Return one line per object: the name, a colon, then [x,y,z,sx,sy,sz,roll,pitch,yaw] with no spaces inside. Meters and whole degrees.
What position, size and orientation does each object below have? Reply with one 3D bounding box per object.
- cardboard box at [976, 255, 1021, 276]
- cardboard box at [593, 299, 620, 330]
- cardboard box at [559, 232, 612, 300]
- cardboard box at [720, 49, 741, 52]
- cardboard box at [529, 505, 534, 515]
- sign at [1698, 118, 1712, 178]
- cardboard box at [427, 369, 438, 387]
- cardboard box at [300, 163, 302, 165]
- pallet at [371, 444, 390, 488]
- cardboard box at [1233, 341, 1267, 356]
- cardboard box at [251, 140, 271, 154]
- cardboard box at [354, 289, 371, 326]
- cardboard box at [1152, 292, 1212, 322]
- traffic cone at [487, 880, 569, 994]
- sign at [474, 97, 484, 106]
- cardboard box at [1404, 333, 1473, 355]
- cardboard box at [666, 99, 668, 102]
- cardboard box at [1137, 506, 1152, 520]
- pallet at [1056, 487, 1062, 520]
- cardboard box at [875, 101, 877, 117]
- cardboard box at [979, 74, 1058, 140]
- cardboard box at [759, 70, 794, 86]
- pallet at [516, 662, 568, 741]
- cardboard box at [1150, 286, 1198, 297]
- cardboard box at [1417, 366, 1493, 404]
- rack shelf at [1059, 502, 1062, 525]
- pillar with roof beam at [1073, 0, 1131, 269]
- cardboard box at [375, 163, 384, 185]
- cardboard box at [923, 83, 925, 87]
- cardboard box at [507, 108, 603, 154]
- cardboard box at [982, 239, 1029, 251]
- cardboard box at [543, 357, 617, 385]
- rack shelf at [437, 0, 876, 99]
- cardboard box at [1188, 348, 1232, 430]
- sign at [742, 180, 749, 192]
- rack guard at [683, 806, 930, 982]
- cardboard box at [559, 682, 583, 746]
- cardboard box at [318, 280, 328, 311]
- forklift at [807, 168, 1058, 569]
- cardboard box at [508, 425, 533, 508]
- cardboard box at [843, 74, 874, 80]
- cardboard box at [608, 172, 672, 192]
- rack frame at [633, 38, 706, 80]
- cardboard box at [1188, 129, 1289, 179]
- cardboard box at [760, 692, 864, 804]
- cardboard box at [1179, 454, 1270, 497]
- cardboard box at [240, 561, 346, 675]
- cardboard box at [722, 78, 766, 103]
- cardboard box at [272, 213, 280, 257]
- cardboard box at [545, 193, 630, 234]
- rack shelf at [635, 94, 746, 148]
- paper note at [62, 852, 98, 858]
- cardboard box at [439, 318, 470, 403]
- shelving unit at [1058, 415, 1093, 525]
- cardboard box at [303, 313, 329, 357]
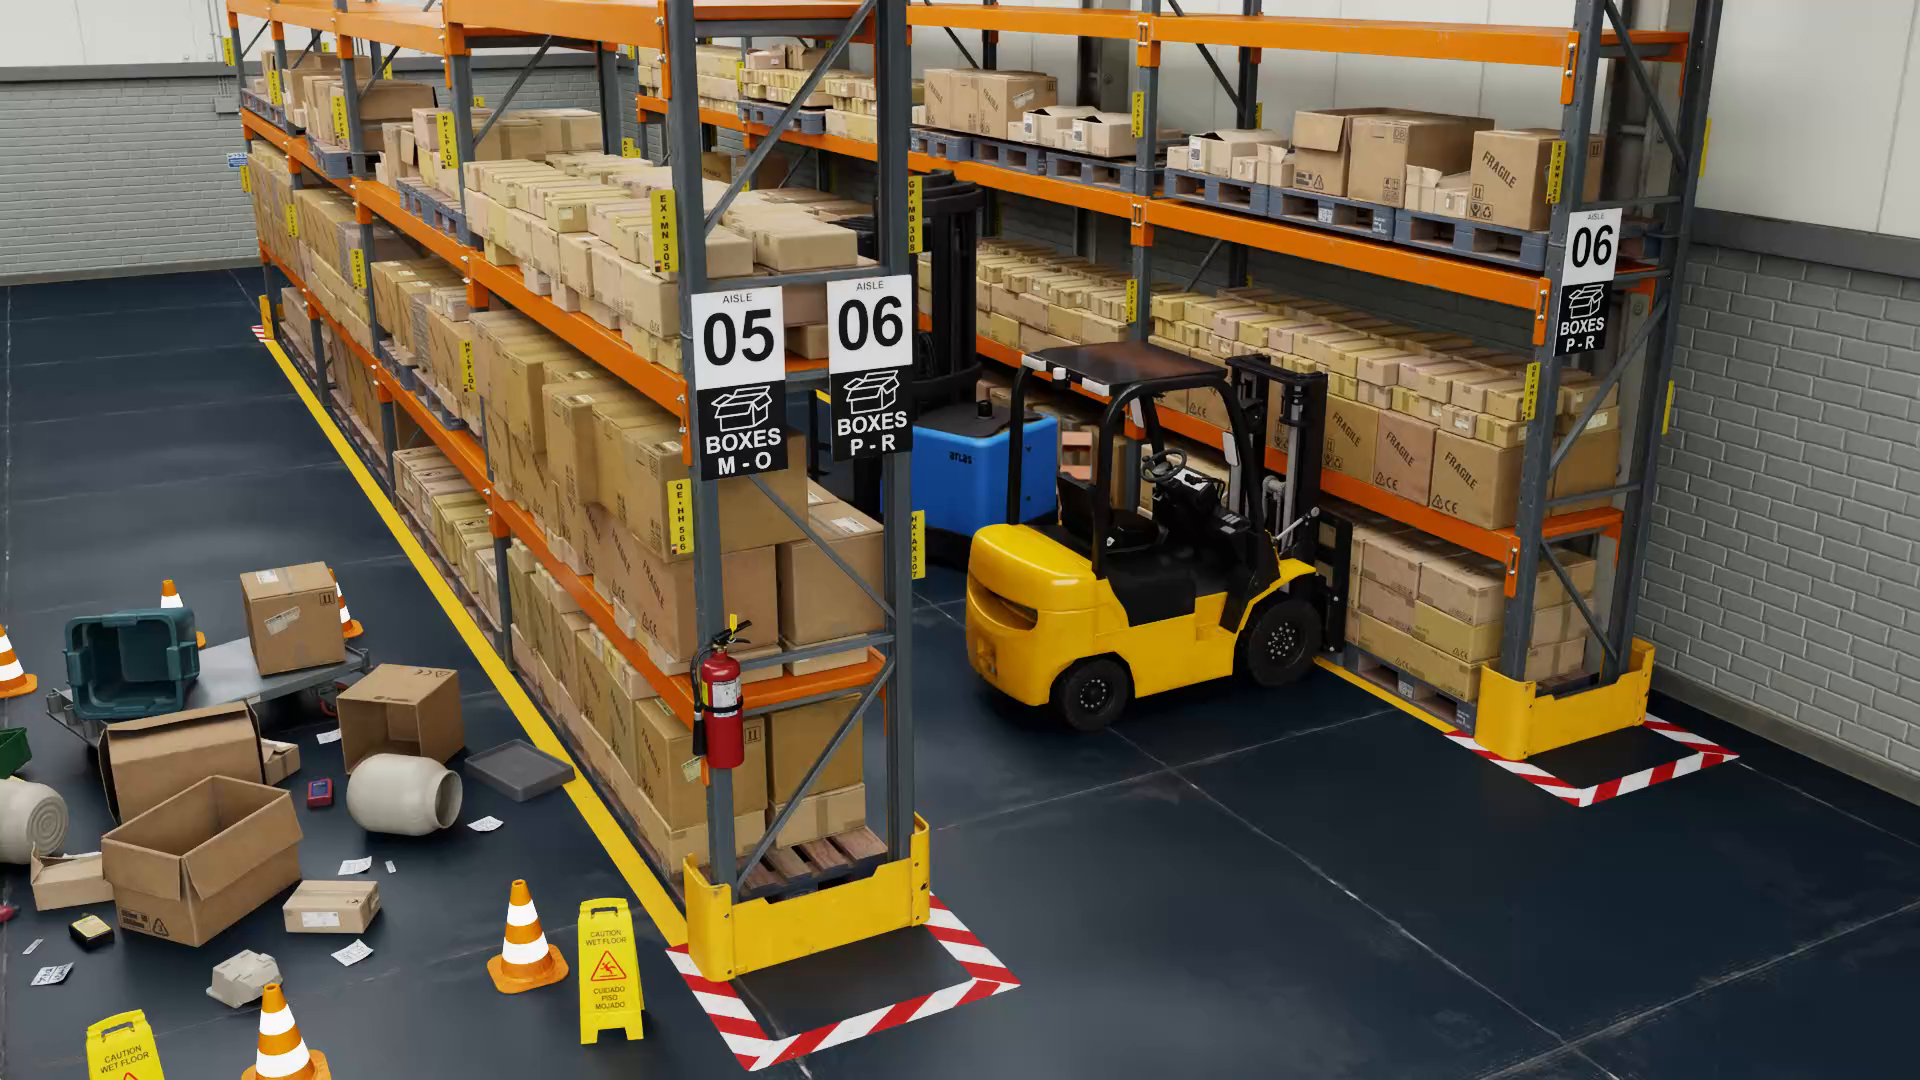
cardboard box: [0.327,-2.478,15.065,0.380,0.149,0.250,-10,21,-26]
cardboard box: [-1.566,-1.135,8.107,0.380,0.149,0.250,-10,21,-27]
cardboard box: [-1.654,-1.367,8.169,0.500,0.250,0.500,-9,21,-25]
cardboard box: [-2.746,-6.040,20.946,0.500,0.250,0.500,-10,21,-27]
cardboard box: [-2.399,-0.234,10.097,0.380,0.149,0.250,-10,21,-27]
sign: [4.172,-2.204,9.360,0.100,0.325,0.005,-10,21,-27]
cardboard box: [-3.769,-1.264,12.437,0.380,0.149,0.250,-9,21,-25]
cardboard box: [-6.950,-3.957,17.820,0.380,0.149,0.250,-10,21,-27]
pallet: [-4.793,-0.697,15.329,1.003,0.211,1.213,-10,21,-27]
cardboard box: [2.149,-1.319,11.706,0.380,0.149,0.250,-10,22,-27]
cardboard box: [-8.359,-4.756,20.135,0.380,0.149,0.250,-9,21,-26]
cardboard box: [-4.938,-2.043,14.416,0.500,0.250,0.500,-10,21,-27]
cardboard box: [1.672,-1.756,12.519,0.380,0.149,0.250,-10,21,-26]
traffic cone: [-2.025,1.794,7.721,0.336,0.463,0.334,-10,21,-27]
sign: [-4.006,-3.523,13.853,0.100,0.325,0.005,-10,21,-27]
cardboard box: [3.187,-1.265,11.094,0.380,0.149,0.250,-11,22,-28]
cardboard box: [-3.557,-5.707,21.358,0.380,0.149,0.250,-10,21,-27]
cardboard box: [1.720,-0.108,12.917,0.500,0.250,0.500,-10,21,-26]
pallet: [1.397,-0.287,14.138,1.003,0.211,1.213,-10,21,-27]
cardboard box: [-0.604,-4.225,16.297,0.380,0.149,0.250,-11,22,-28]
cardboard box: [0.495,-3.721,14.266,0.500,0.500,0.500,-9,21,-25]
cardboard box: [-1.989,-5.083,18.296,0.380,0.149,0.250,-10,22,-28]
pallet: [-2.235,0.876,10.769,1.003,0.211,1.213,-10,21,-27]
cardboard box: [1.722,-1.972,13.601,0.380,0.149,0.250,-11,22,-28]
cardboard box: [3.033,-0.953,10.190,0.380,0.149,0.250,-9,21,-25]
rack shelf: [0.922,-0.196,13.392,0.240,0.259,0.215,2,-13,4]
pillar with roof beam: [-2.495,-4.482,12.825,9.100,9.000,0.400,-10,21,-27]
cardboard box: [-4.485,-2.960,13.398,0.380,0.149,0.250,-10,21,-27]
cardboard box: [-0.145,-4.450,16.492,0.380,0.149,0.250,-10,21,-26]
cardboard box: [-2.756,-2.783,11.318,0.500,0.250,0.500,-10,22,-28]
cardboard box: [0.437,-2.782,15.946,0.380,0.149,0.250,-9,21,-25]
cardboard box: [-1.802,-0.696,8.908,0.700,0.500,0.500,-10,21,-27]
rack shelf: [-1.636,-2.550,8.332,1.077,0.370,4.000,-10,21,-27]
cardboard box: [2.024,-1.132,12.159,0.500,0.500,0.500,-10,21,-26]
sign: [-2.491,-4.019,19.352,0.100,0.325,0.005,-10,21,-27]
rack guard: [-0.722,1.679,8.000,1.175,0.500,0.348,-10,21,-27]
cardboard box: [-2.025,0.986,9.745,0.500,0.250,0.500,-10,22,-27]
cardboard box: [-5.931,-2.390,16.189,0.500,0.250,0.500,-10,21,-27]
forklift: [-0.676,-1.533,13.580,3.031,2.935,1.130,15,24,36]
cardboard box: [-2.363,-0.507,9.894,0.500,0.500,0.500,-10,21,-27]
cardboard box: [-1.018,-4.875,17.694,0.380,0.149,0.250,-9,21,-25]
cardboard box: [-1.734,-1.952,9.253,0.380,0.149,0.250,-10,22,-28]
rack frame: [-3.917,-7.680,22.092,1.000,3.000,0.127,-10,21,-27]
cardboard box: [1.962,-2.744,11.727,0.500,0.311,0.500,-9,21,-26]
cardboard box: [-0.837,0.985,8.601,0.500,0.500,0.500,-11,22,-28]
cardboard box: [1.969,-0.435,12.332,0.500,0.250,0.500,-10,21,-27]
cardboard box: [-4.138,0.479,10.317,0.500,0.500,0.500,-10,21,-27]
cardboard box: [-2.467,-5.283,19.519,0.500,0.250,0.500,-10,21,-26]
cardboard box: [-7.565,-3.508,19.047,0.500,0.500,0.500,-9,21,-25]
cardboard box: [-1.864,-1.644,8.360,0.380,0.149,0.250,-9,21,-25]
rack shelf: [-2.967,-5.348,21.035,1.077,0.370,4.000,-10,21,-27]
paper note: [-4.638,1.680,8.728,0.172,0.023,0.155,-3,19,-8]
cardboard box: [-3.243,-1.255,11.417,0.500,0.500,0.500,-10,21,-26]
shelving unit: [0.935,-0.477,13.457,0.252,1.050,0.215,2,-13,4]
cardboard box: [-7.014,-2.367,19.177,0.875,0.438,0.875,-11,22,-28]
